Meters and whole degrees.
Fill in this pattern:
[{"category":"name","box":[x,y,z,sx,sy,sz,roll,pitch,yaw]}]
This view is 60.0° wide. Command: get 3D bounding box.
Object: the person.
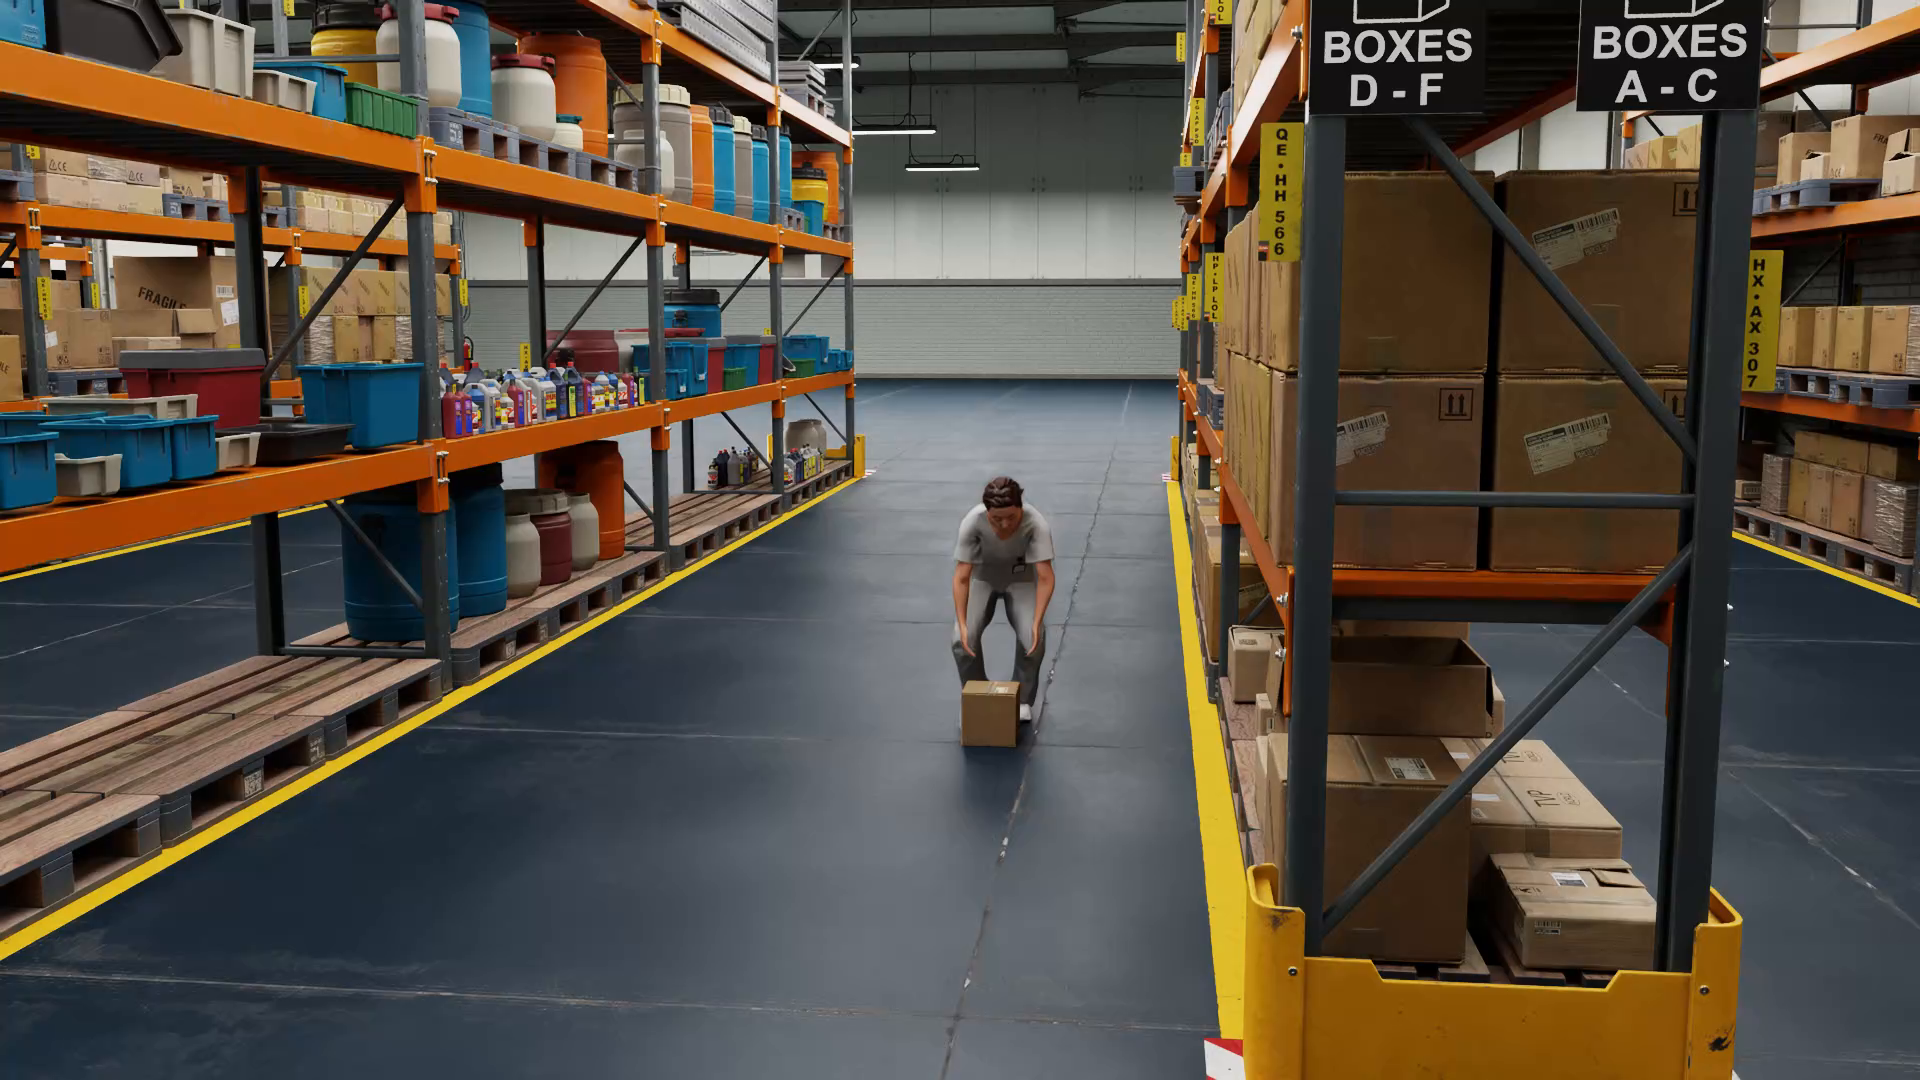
[{"category":"person","box":[0.213,0.304,7.995,0.496,1.159,0.741,1,8,6]}]
